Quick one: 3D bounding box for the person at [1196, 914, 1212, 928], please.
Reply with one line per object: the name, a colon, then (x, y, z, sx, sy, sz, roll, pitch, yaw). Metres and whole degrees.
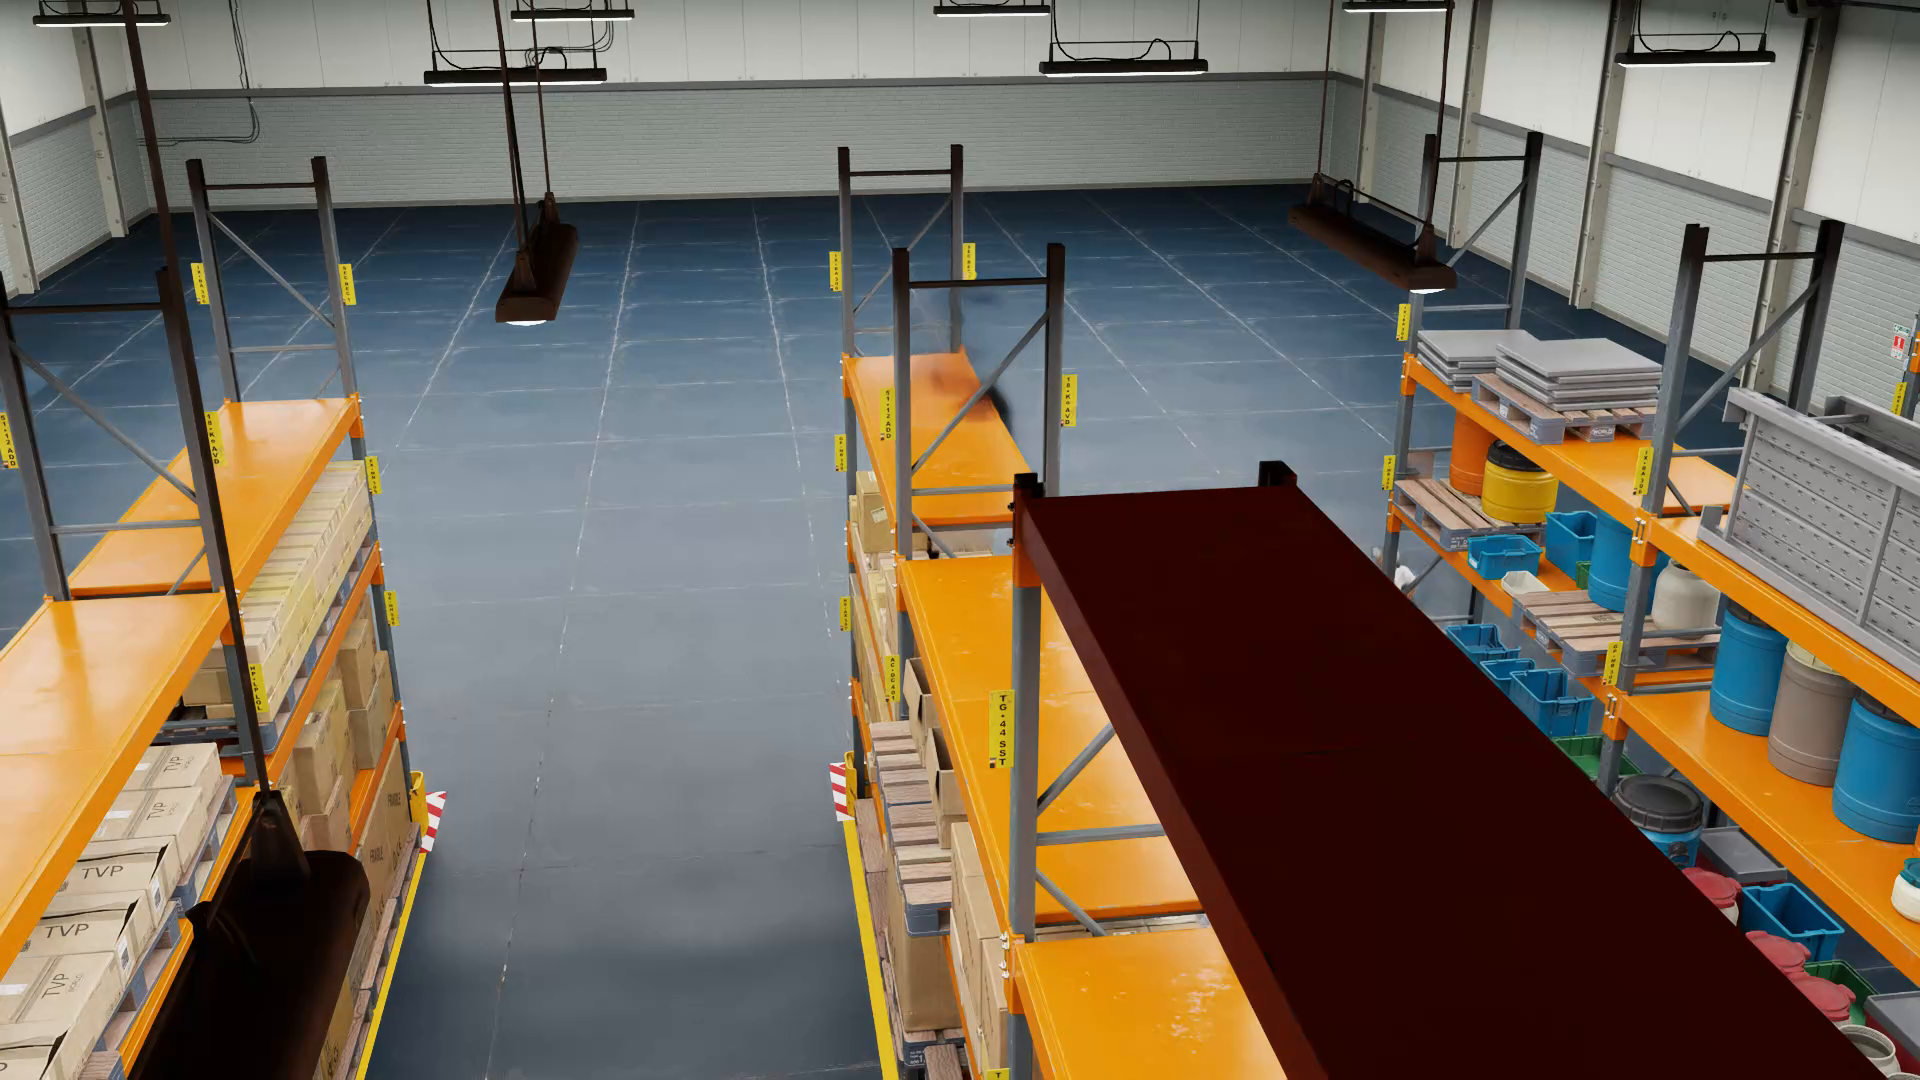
person: (1.745, 2.897, 11.899, 0.657, 1.845, 0.790, -5, 22, -12)

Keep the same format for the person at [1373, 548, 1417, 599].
person: (4.417, 0.830, 17.305, 0.652, 1.629, 0.591, 10, 24, 24)
